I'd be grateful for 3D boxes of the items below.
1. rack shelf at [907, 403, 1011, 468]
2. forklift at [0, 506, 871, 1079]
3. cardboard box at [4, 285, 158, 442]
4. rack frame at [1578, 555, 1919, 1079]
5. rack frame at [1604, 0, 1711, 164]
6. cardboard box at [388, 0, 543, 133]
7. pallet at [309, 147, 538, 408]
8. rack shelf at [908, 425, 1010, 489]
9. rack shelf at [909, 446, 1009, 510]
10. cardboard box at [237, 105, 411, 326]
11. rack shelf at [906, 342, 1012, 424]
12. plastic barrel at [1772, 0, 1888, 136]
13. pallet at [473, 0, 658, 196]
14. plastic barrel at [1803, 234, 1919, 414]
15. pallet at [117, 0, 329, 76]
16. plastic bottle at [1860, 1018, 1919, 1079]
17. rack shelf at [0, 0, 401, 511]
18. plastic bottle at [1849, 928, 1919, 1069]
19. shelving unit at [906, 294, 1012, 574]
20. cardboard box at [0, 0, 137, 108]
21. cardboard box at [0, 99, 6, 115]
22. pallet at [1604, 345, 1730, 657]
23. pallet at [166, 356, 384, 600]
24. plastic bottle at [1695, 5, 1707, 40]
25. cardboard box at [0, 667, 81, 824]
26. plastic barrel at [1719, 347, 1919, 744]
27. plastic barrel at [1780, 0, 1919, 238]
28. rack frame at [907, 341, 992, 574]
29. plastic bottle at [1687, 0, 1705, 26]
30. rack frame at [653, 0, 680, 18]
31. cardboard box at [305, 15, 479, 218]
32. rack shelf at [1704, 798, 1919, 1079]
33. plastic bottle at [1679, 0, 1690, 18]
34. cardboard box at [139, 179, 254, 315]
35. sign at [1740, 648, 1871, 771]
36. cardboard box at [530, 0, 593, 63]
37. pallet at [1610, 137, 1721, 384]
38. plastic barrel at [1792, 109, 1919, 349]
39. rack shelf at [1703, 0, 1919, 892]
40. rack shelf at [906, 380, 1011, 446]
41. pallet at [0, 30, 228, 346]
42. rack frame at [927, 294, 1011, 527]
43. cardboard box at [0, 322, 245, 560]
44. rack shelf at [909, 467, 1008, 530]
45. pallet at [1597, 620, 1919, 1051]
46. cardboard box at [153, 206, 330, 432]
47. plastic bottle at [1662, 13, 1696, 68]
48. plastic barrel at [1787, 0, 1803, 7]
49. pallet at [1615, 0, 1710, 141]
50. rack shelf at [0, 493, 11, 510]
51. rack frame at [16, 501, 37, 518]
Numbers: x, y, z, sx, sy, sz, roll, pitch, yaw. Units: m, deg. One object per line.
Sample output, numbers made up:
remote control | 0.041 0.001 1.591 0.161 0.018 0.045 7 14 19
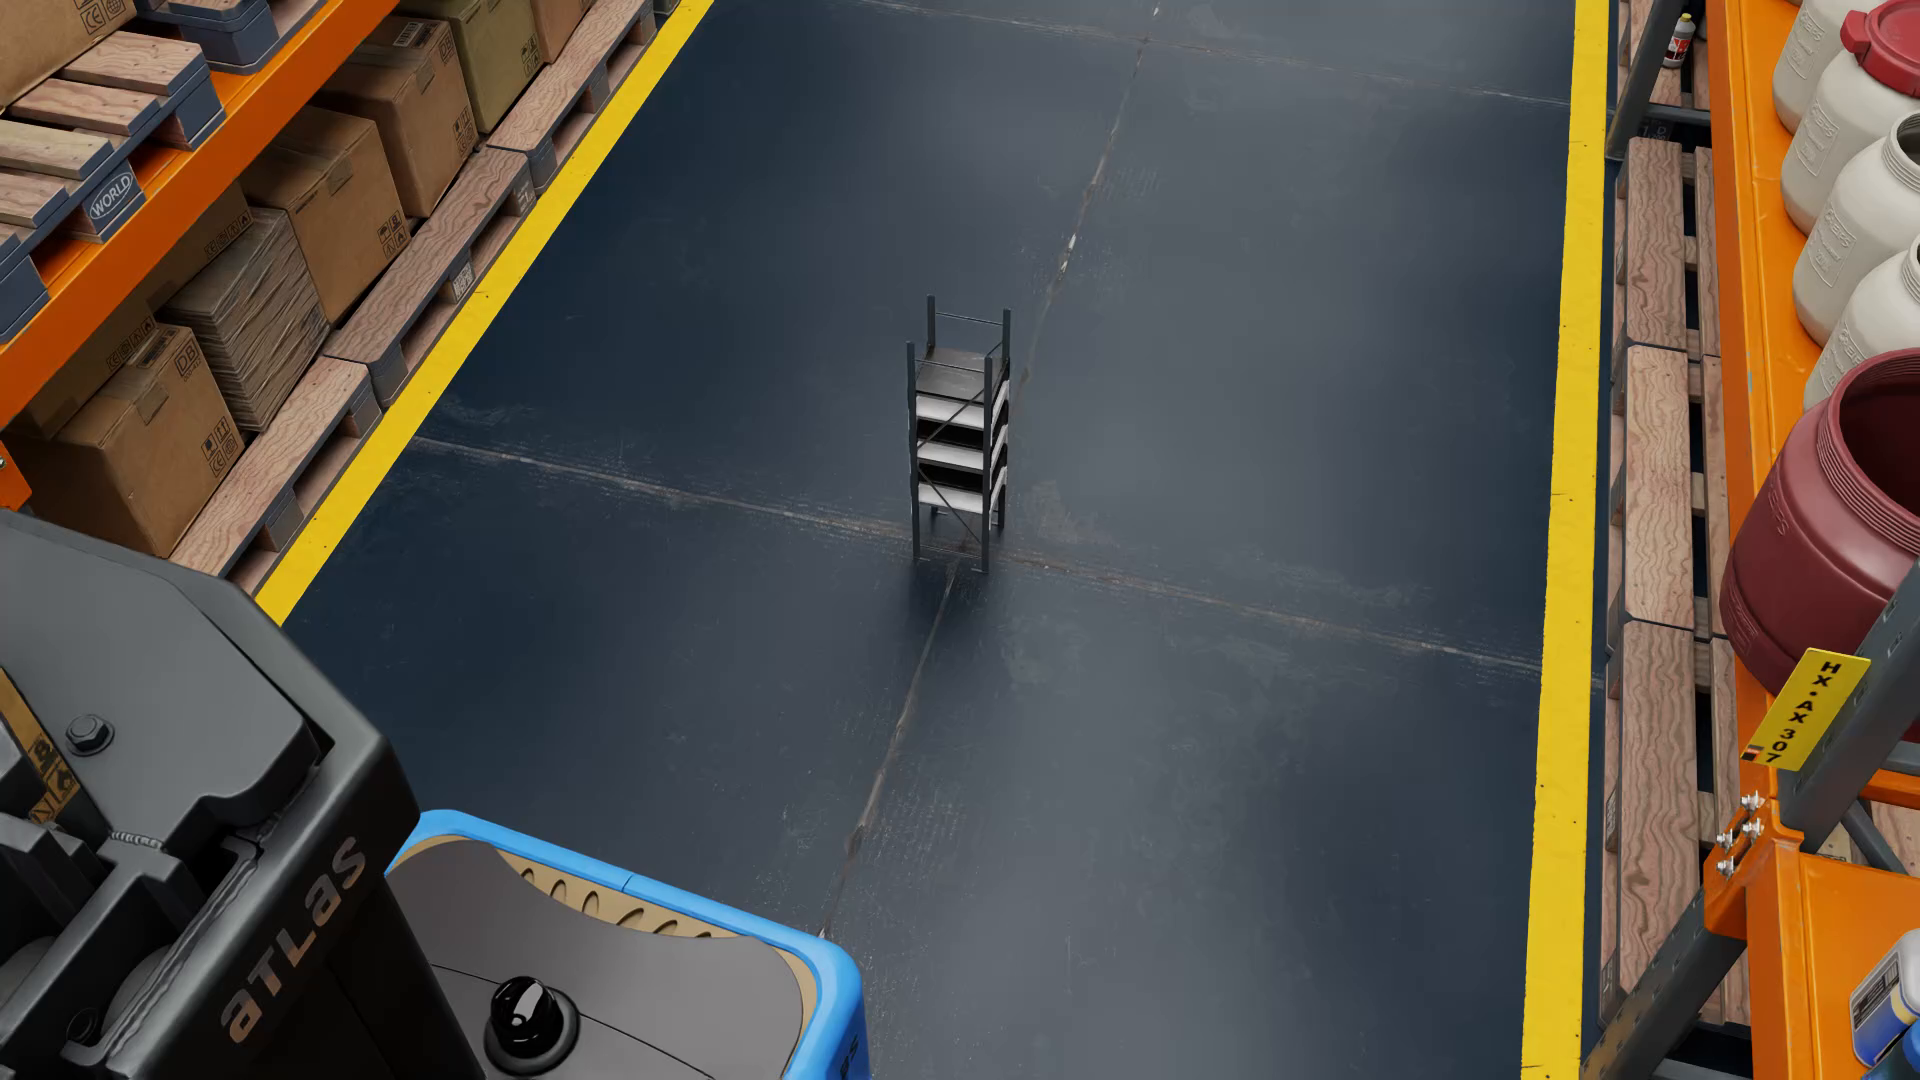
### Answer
rack shelf | -0.002 -0.329 4.865 0.258 0.077 0.200 12 50 10
forklift | -1.166 1.429 2.034 1.130 2.935 3.031 16 50 14
cardboard box | -2.640 -0.580 4.634 0.500 0.250 0.500 13 50 12
rack frame | 1.991 0.455 2.848 1.000 3.000 0.127 12 50 10
rack frame | 3.044 -2.438 5.401 1.000 3.000 0.127 12 50 10
cardboard box | -2.060 -1.953 6.347 0.700 0.500 0.500 11 50 10
pallet | -2.257 -1.044 6.031 1.003 0.211 1.213 12 50 10
rack shelf | -0.002 -0.270 4.932 0.258 0.077 0.200 12 50 10
rack shelf | -0.002 -0.210 5.000 0.258 0.077 0.200 12 50 10
cardboard box | -2.354 -1.145 5.633 0.700 0.500 0.500 15 50 13
rack shelf | -0.002 -0.449 4.730 0.258 0.077 0.200 12 50 10
plastic barrel | 2.388 -1.304 4.309 0.433 0.535 0.433 0 49 0
pallet | -1.938 -1.930 6.812 1.003 0.211 1.213 12 50 10
plastic barrel | 2.056 -0.368 3.500 0.421 0.512 0.421 0 49 0
pallet | -2.305 -1.899 5.053 1.003 0.211 1.213 12 50 10
plastic bottle | 1.509 0.825 2.607 0.097 0.271 0.097 0 49 0
rack shelf | -2.261 -1.731 5.257 1.077 0.370 4.000 12 50 10
plastic bottle | 1.566 0.745 2.674 0.152 0.276 0.135 12 50 10
shelving unit | -0.002 -0.292 4.907 0.258 0.900 0.210 12 50 10
cardboard box | -2.633 -1.516 4.241 0.700 0.500 0.500 18 51 16
cardboard box | -2.683 -1.093 3.867 0.500 0.500 0.500 6 49 5
pallet | 2.556 -0.055 5.157 1.003 0.211 1.213 12 50 10
pallet | -2.580 -0.165 5.255 1.003 0.211 1.213 12 50 10
plastic bottle | 3.075 -2.202 6.666 0.144 0.351 0.185 12 50 10
cardboard box | -2.989 0.537 3.913 1.225 0.875 0.875 9 49 8
plastic barrel | 1.821 0.015 3.146 0.600 0.536 0.708 12 50 10
plastic barrel | 2.274 -0.991 4.033 0.433 0.535 0.433 0 49 0
rack frame | -0.029 -0.218 4.843 0.240 0.900 0.006 12 50 10
plastic bottle | 2.936 -2.230 6.691 0.144 0.351 0.185 10 49 9
rack frame | -1.734 -3.416 6.264 1.000 3.000 0.127 12 50 10
cardboard box | -2.207 -1.548 5.990 0.700 0.500 0.500 8 49 7
rack shelf | 1.465 2.140 1.841 1.077 0.370 4.000 12 50 10
plastic bottle | 2.853 -2.098 6.619 0.061 0.283 0.133 14 50 12
cardboard box | -2.510 -0.965 4.975 0.500 0.250 0.500 17 51 14
sign | 1.459 0.297 2.878 0.100 0.325 0.005 12 50 10
cardboard box | -1.917 -2.294 6.648 0.700 0.500 0.500 8 49 7
pallet | 2.875 -0.940 5.939 1.003 0.211 1.213 12 50 10
plastic barrel | 2.167 -0.673 3.769 0.421 0.512 0.421 0 49 0
rack shelf | 2.518 -0.754 4.394 1.077 0.370 4.000 12 50 10
rack shelf | -0.002 -0.389 4.797 0.258 0.077 0.200 12 50 10
pallet | -2.702 -0.995 4.256 1.213 0.211 1.003 12 50 10
rack frame | 0.025 -0.365 4.972 0.240 0.900 0.006 12 50 10
cardboard box | -2.630 -0.329 4.914 0.700 0.500 0.500 9 49 8
rack shelf | -0.002 -0.151 5.067 0.258 0.077 0.200 12 50 10
pallet | 2.233 0.825 4.381 1.003 0.211 1.213 12 50 10
cardboard box | -2.496 -0.733 5.270 0.700 0.500 0.500 8 49 7
plastic bottle | 2.839 -1.982 6.571 0.097 0.201 0.097 0 49 0
plastic barrel | 2.581 -1.835 4.778 0.433 0.535 0.433 0 49 0
pallet | 3.261 -1.993 6.868 1.003 0.211 1.213 12 50 10
rack shelf | -3.313 1.162 2.703 1.077 0.370 4.000 12 50 10
rack frame | -2.787 -0.522 3.710 1.000 3.000 0.127 12 50 10
